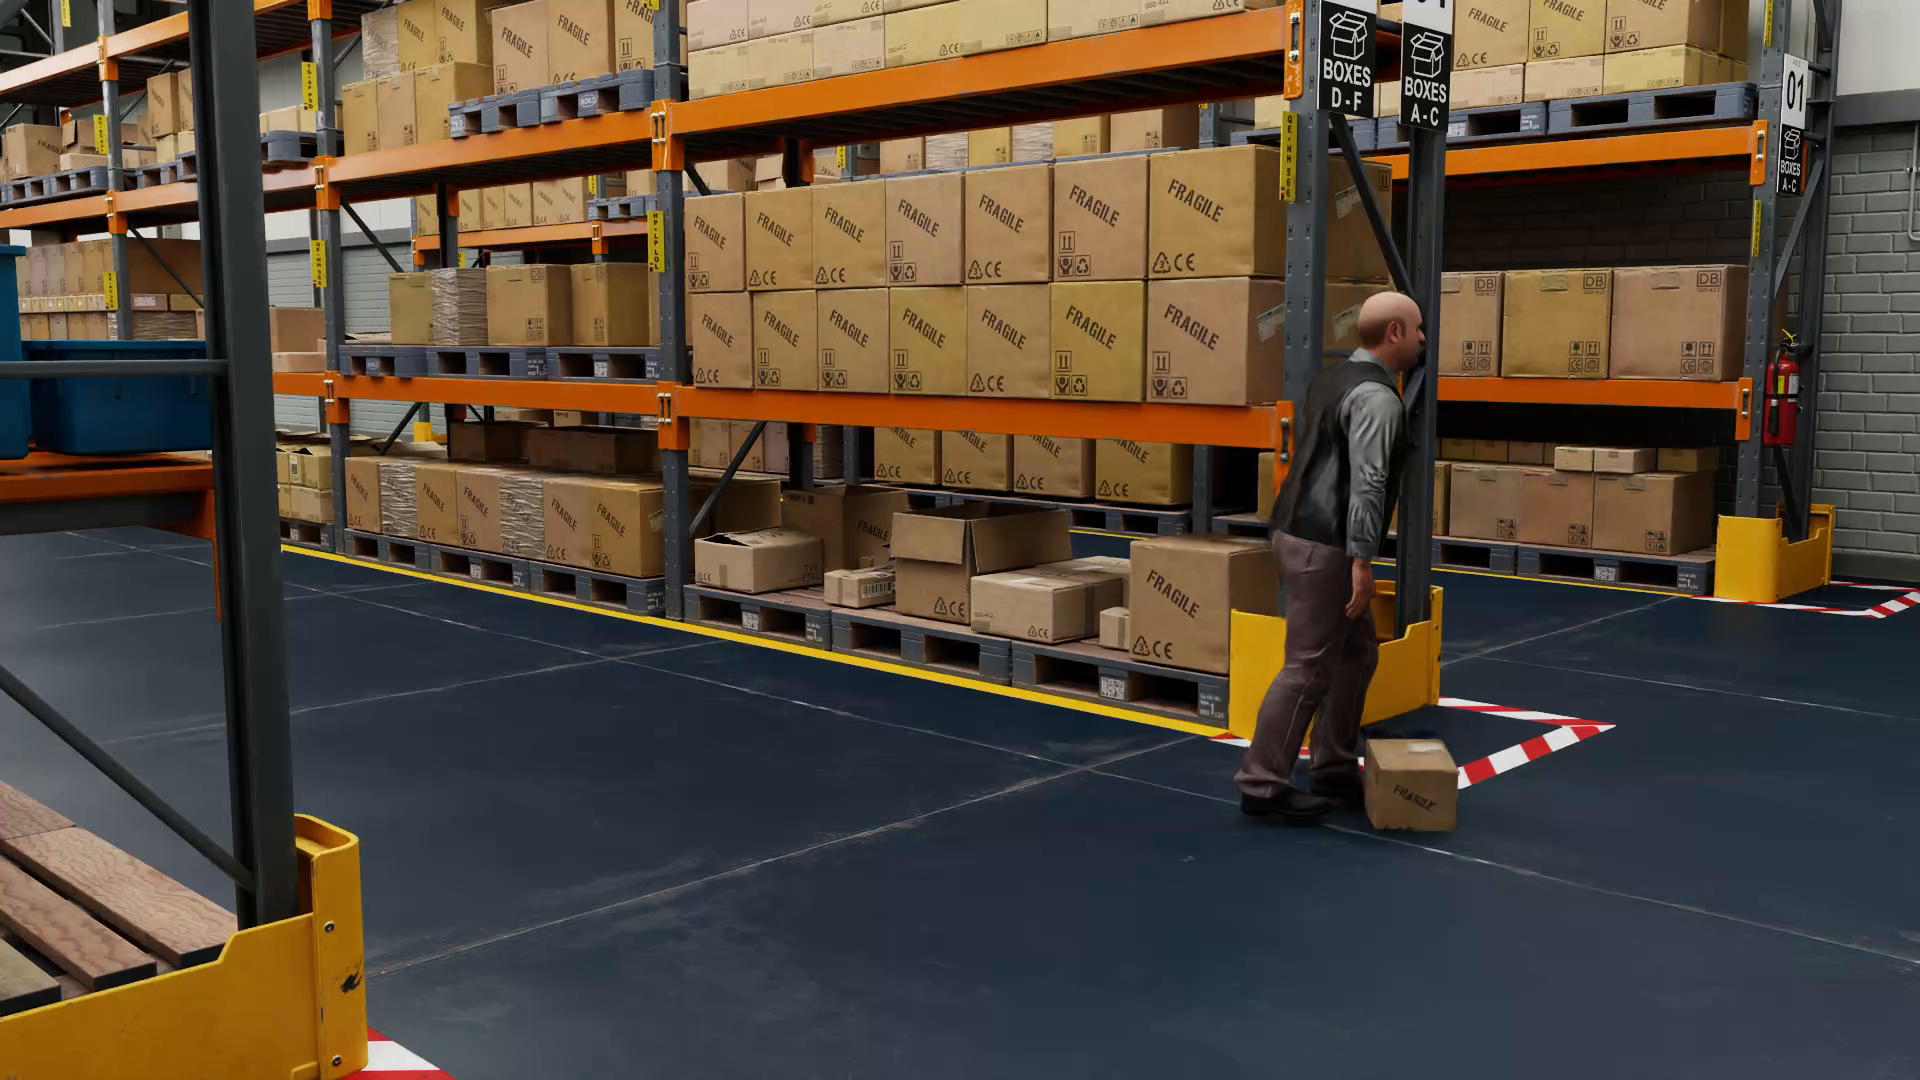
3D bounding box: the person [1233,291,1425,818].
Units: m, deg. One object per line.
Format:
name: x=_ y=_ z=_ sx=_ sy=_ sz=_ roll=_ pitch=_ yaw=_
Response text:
person: x=1.188 y=0.071 z=5.387 sx=0.596 sy=1.733 sz=0.585 roll=0 pitch=7 yaw=-3
